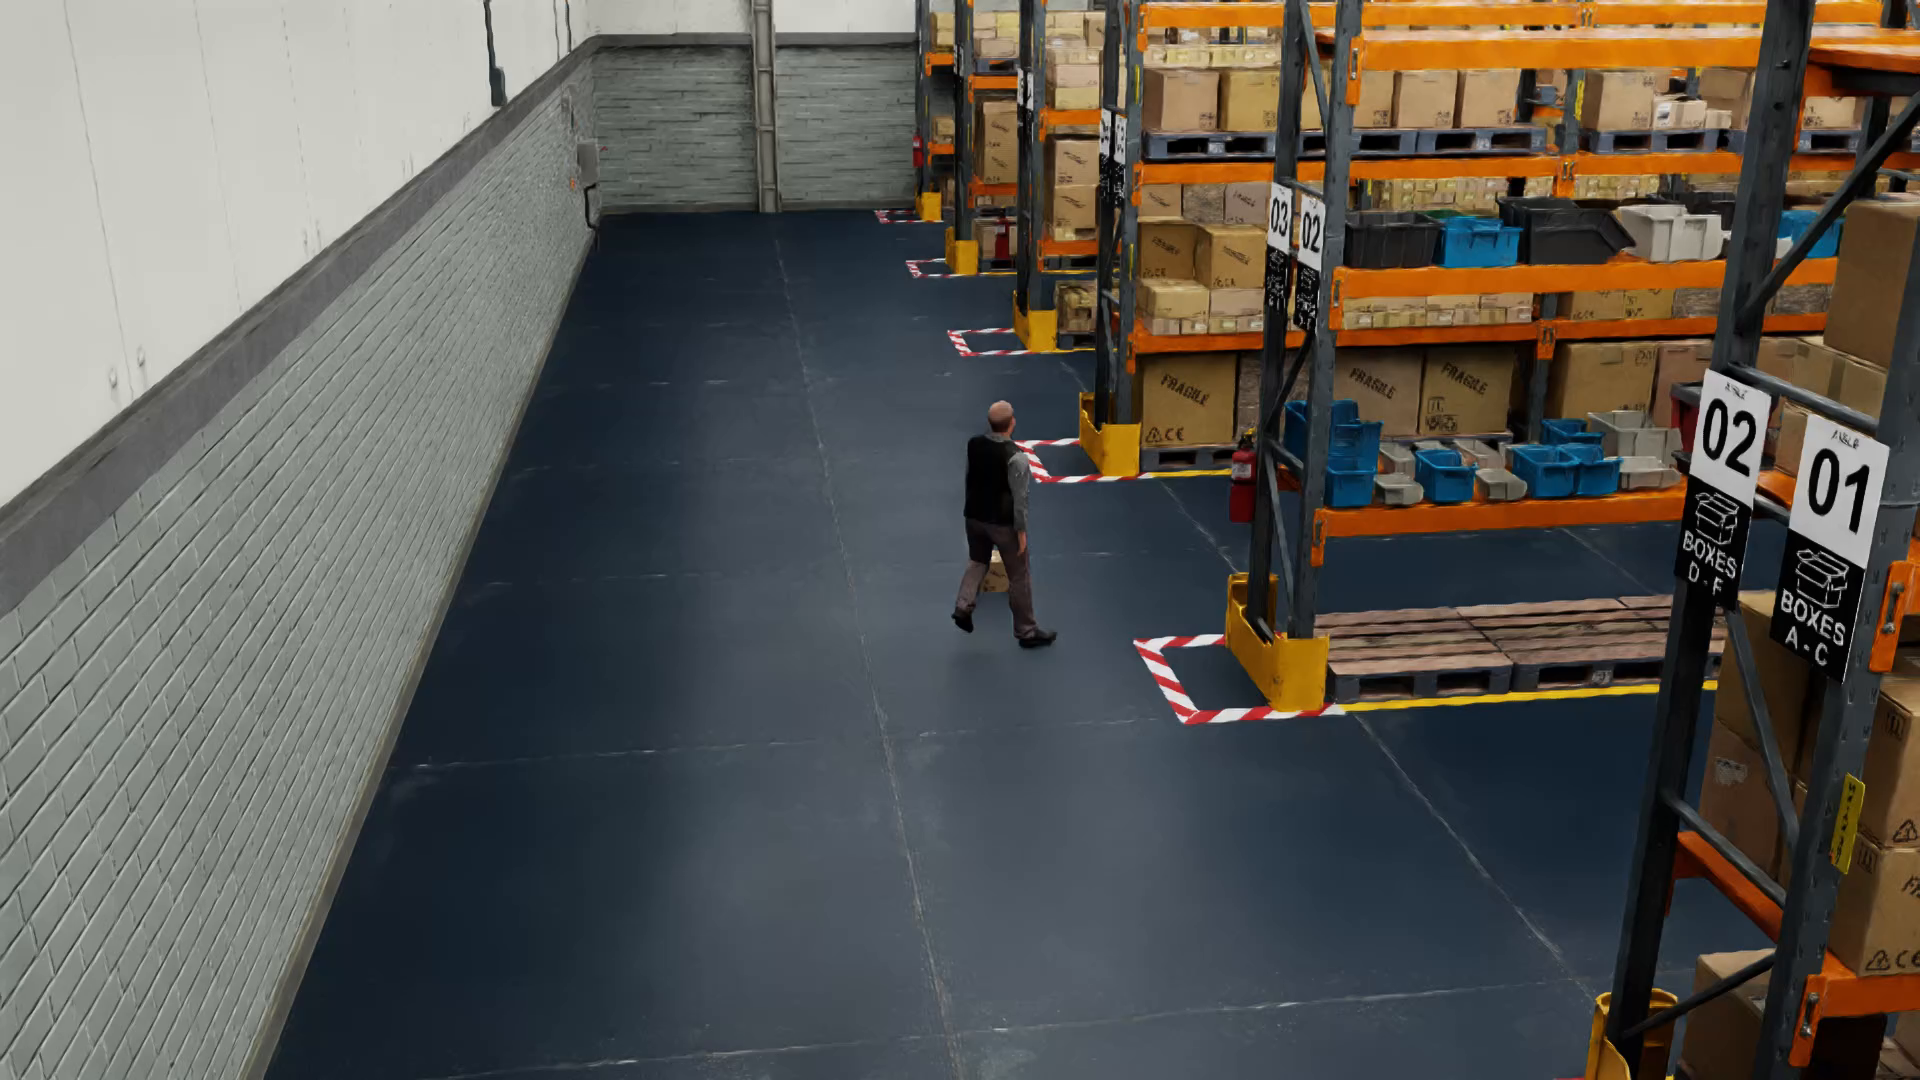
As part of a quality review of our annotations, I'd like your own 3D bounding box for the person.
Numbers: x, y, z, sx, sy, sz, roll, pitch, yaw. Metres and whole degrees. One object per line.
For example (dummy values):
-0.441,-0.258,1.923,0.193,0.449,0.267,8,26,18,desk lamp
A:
0.267,-0.102,11.346,0.644,1.715,0.596,14,24,34,person
